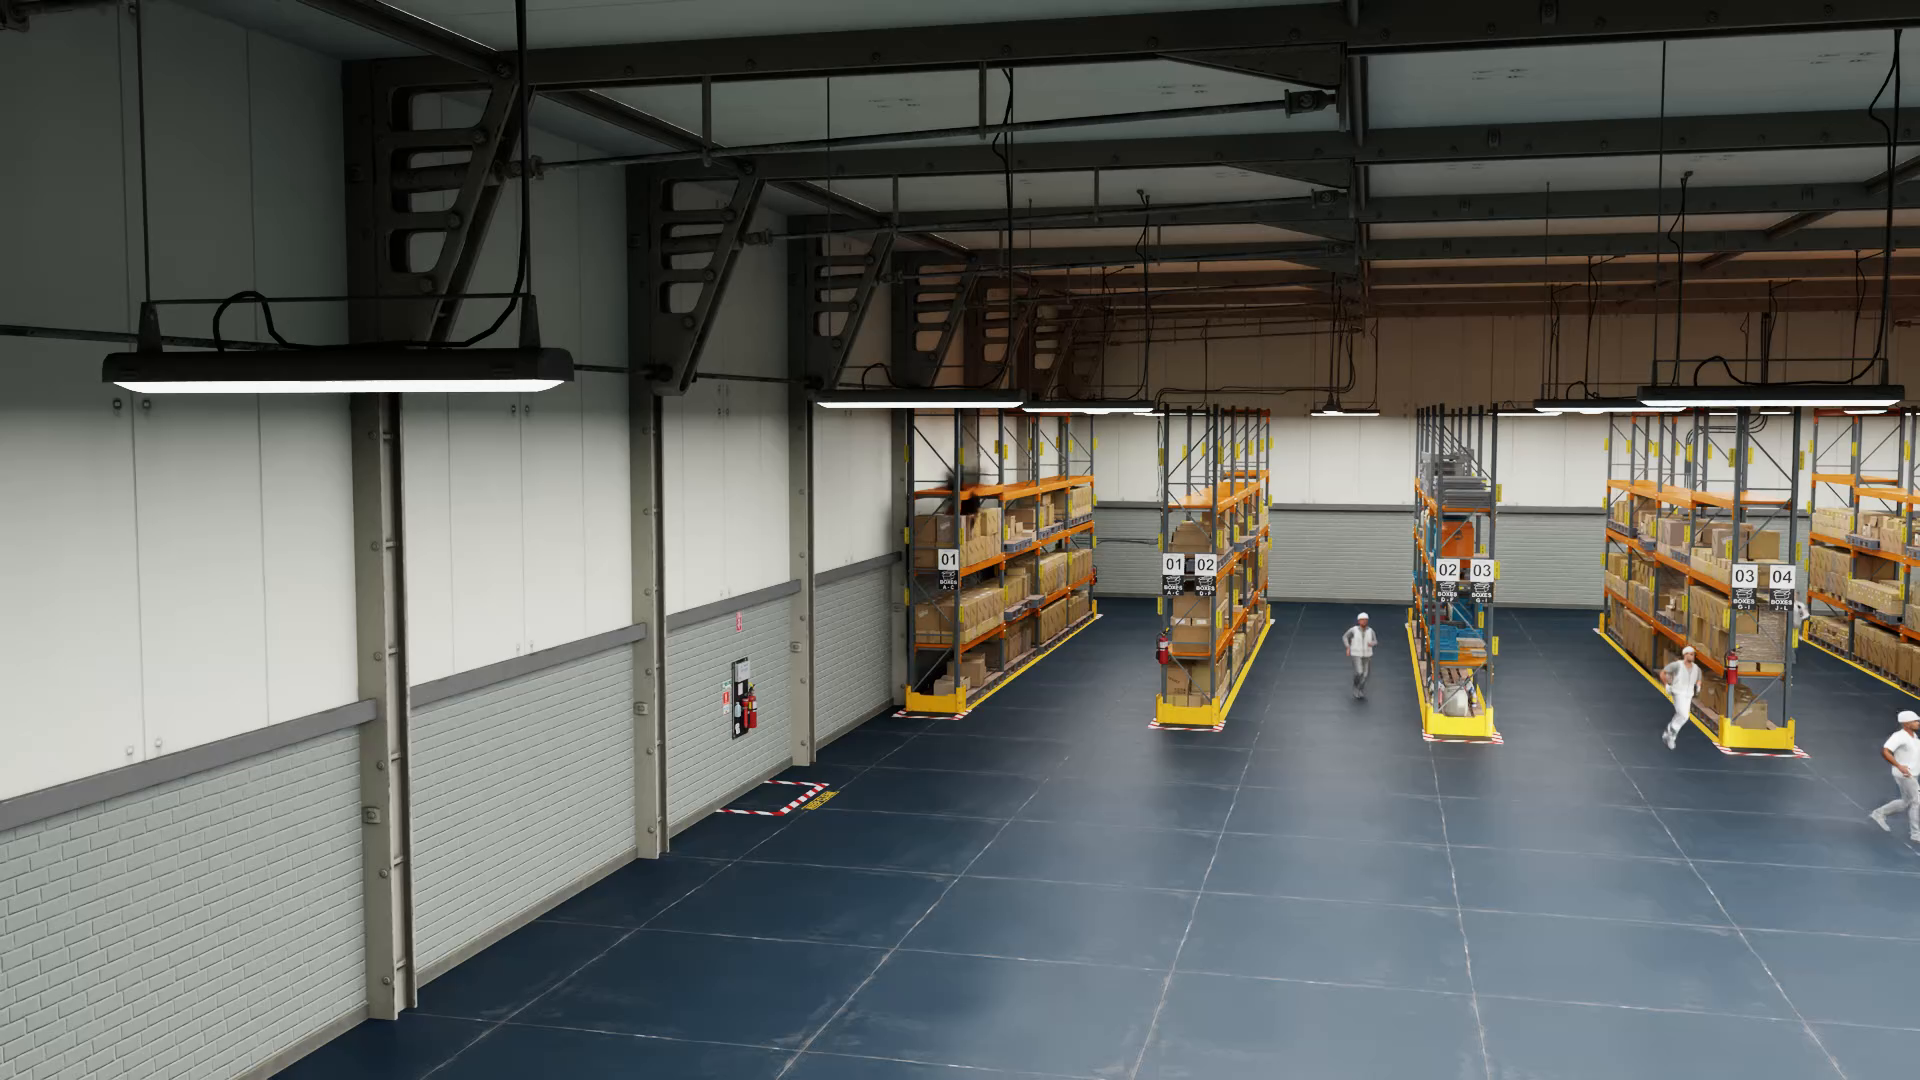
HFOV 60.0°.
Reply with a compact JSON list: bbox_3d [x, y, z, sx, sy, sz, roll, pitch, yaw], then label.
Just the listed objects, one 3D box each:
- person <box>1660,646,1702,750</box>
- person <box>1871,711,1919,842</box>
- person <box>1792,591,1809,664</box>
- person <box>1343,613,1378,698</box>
[{"bbox_3d":[12.604,2.742,28.956,0.684,1.782,0.653,-1,4,-16],"label":"person"},{"bbox_3d":[12.825,3.194,22.579,0.827,1.769,0.701,4,6,42],"label":"person"},{"bbox_3d":[19.705,2.028,39.269,0.607,1.705,0.810,2,5,23],"label":"person"},{"bbox_3d":[8.208,2.363,33.973,0.644,1.751,0.642,0,4,-4],"label":"person"}]
